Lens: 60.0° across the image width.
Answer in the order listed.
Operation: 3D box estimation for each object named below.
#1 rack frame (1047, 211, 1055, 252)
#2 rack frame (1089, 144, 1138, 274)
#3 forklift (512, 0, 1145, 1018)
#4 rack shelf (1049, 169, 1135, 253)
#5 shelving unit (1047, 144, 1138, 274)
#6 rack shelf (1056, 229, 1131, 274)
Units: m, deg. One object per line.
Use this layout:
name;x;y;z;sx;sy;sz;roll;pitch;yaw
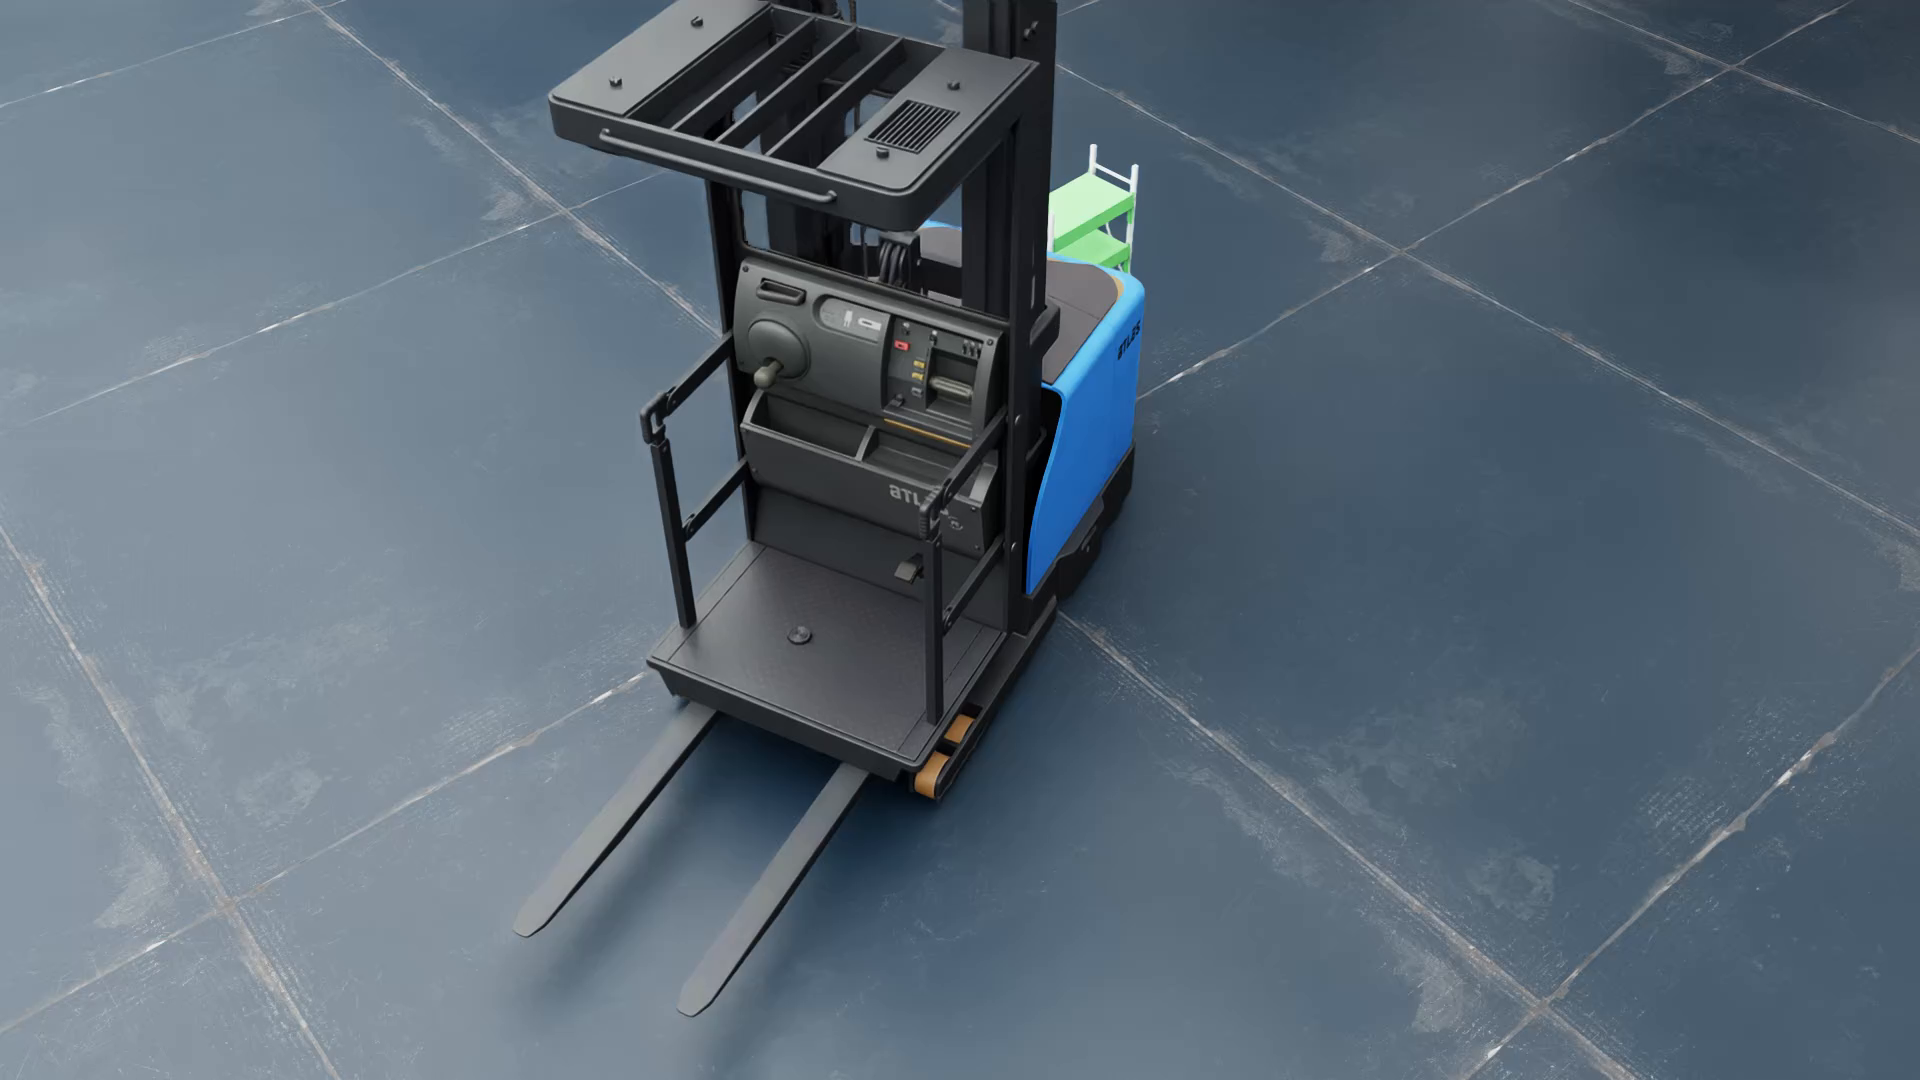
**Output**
rack frame;0.272;-0.859;6.788;0.240;1.200;0.015;34;53;31
rack frame;0.616;-1.096;7.041;0.240;1.200;0.015;34;53;31
forklift;-0.405;-0.520;5.163;1.130;2.935;3.031;19;46;19
rack shelf;0.444;-1.281;6.630;0.258;0.148;0.480;34;53;31
shelving unit;0.444;-0.978;6.914;0.258;1.200;0.503;34;53;31
rack shelf;0.444;-1.106;6.794;0.258;0.148;0.480;34;53;31
